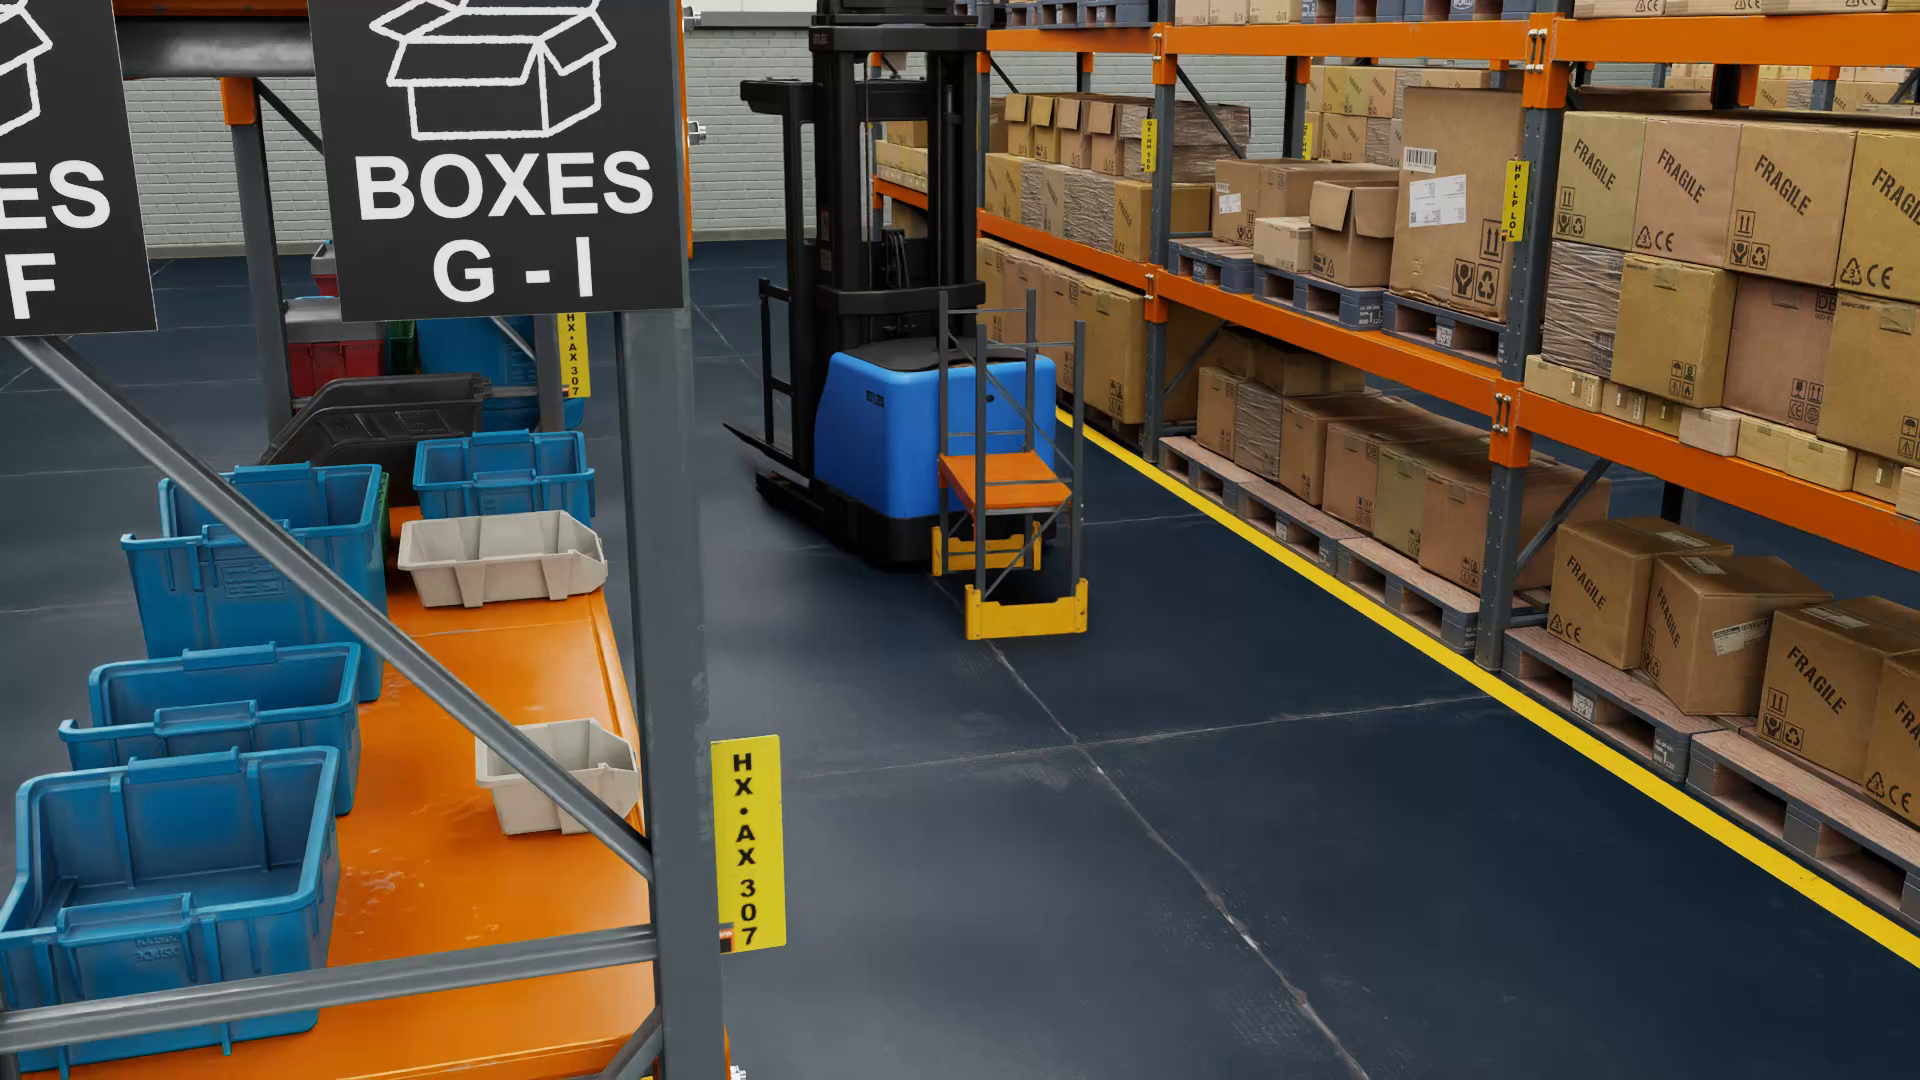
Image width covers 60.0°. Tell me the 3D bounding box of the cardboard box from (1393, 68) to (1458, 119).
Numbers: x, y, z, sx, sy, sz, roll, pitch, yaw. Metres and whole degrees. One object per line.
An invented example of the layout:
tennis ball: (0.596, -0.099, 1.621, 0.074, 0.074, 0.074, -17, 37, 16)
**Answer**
cardboard box: (4.770, -4.534, 16.905, 0.500, 0.500, 0.500, -4, 17, -14)

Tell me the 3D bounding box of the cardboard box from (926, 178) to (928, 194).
cardboard box: (-0.116, -3.401, 15.996, 0.380, 0.149, 0.250, -5, 17, -16)

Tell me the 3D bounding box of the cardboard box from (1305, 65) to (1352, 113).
cardboard box: (4.202, -5.102, 18.793, 0.500, 0.500, 0.500, -5, 17, -16)

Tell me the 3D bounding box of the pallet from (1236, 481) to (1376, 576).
pallet: (2.281, -0.112, 9.458, 1.003, 0.211, 1.213, -5, 17, -15)

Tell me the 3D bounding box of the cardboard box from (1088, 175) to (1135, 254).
cardboard box: (1.230, -2.304, 11.734, 0.500, 0.500, 0.500, -5, 17, -16)

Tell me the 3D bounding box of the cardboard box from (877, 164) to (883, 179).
cardboard box: (-0.683, -3.969, 17.888, 0.380, 0.149, 0.250, -4, 17, -15)

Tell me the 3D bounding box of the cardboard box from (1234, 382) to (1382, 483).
cardboard box: (2.104, -0.678, 10.076, 0.700, 0.500, 0.500, -6, 18, -20)

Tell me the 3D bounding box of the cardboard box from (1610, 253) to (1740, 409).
cardboard box: (3.003, -0.814, 6.258, 0.875, 0.500, 0.500, -5, 17, -15)

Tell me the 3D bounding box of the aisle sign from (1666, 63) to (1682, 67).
aisle sign: (8.767, -6.239, 20.490, 0.394, 0.787, 0.004, -5, 17, -15)

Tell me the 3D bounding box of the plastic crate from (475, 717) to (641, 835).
plastic crate: (-0.765, 0.457, 3.175, 0.298, 0.136, 0.250, -5, 17, -15)

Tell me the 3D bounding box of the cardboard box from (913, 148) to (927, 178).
cardboard box: (-0.158, -3.704, 16.311, 0.500, 0.250, 0.500, -5, 17, -16)

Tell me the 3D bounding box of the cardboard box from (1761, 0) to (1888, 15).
cardboard box: (2.989, -1.830, 5.377, 0.500, 0.250, 0.500, -5, 18, -17)

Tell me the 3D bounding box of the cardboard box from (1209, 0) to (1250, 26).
cardboard box: (1.761, -3.073, 9.516, 0.500, 0.250, 0.500, -4, 17, -14)

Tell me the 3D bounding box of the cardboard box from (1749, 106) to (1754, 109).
cardboard box: (9.221, -5.084, 19.252, 0.500, 0.500, 0.500, -5, 17, -16)

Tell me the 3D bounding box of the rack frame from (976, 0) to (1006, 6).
rack frame: (0.636, -5.980, 13.719, 1.000, 3.000, 0.127, -5, 17, -15)

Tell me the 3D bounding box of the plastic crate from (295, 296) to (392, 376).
plastic crate: (-2.530, -0.776, 6.848, 0.392, 0.384, 0.575, -5, 17, -15)

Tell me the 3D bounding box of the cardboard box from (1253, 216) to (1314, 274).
cardboard box: (1.975, -1.648, 9.256, 0.500, 0.250, 0.500, -5, 17, -17)

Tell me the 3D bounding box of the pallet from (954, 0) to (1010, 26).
pallet: (0.422, -4.728, 14.919, 1.003, 0.211, 1.213, -5, 17, -15)

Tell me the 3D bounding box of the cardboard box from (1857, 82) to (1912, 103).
cardboard box: (9.770, -4.526, 17.394, 0.500, 0.500, 0.500, -5, 17, -16)

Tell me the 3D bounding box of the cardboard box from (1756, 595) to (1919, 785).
cardboard box: (3.317, 0.539, 6.059, 0.500, 0.500, 0.500, -6, 18, -20)

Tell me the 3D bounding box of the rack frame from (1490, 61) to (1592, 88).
rack frame: (5.433, -3.471, 15.794, 1.000, 3.000, 0.127, -5, 17, -15)

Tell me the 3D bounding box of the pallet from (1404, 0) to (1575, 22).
pallet: (2.768, -2.420, 7.407, 1.213, 0.211, 1.003, -5, 17, -15)

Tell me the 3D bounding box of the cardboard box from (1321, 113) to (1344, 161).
cardboard box: (4.363, -4.476, 18.448, 0.500, 0.500, 0.500, -5, 17, -15)

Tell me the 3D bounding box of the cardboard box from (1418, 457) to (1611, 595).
cardboard box: (2.687, -0.079, 8.082, 0.700, 0.500, 0.500, -6, 18, -20)

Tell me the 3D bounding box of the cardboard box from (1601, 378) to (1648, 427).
cardboard box: (2.756, -0.554, 6.517, 0.380, 0.149, 0.250, -5, 17, -15)

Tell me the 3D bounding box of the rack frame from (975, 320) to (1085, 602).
rack frame: (0.321, -0.265, 7.727, 0.500, 1.500, 0.032, -3, 17, -10)

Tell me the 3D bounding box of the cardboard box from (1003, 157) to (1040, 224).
cardboard box: (0.661, -2.869, 13.615, 0.500, 0.500, 0.500, -5, 17, -15)

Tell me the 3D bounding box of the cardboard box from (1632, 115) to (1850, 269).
cardboard box: (2.853, -1.281, 6.073, 0.500, 0.500, 0.500, -5, 17, -15)

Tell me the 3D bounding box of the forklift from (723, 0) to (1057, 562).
forklift: (-0.606, -1.659, 9.880, 1.130, 2.935, 3.031, -9, 19, -27)

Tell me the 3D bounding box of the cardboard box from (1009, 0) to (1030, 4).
cardboard box: (0.805, -4.633, 13.544, 0.700, 0.500, 0.500, -4, 17, -14)

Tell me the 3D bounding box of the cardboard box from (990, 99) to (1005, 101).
cardboard box: (0.119, -3.782, 15.268, 0.500, 0.500, 0.500, -5, 17, -15)

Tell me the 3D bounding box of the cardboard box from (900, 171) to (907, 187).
cardboard box: (-0.399, -3.685, 16.942, 0.380, 0.149, 0.250, -5, 17, -16)

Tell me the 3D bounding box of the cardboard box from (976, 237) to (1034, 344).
cardboard box: (0.831, -2.115, 14.243, 1.225, 0.875, 0.875, -5, 17, -15)

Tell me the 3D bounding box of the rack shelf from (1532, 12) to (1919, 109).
rack shelf: (3.384, -1.433, 5.045, 1.077, 0.370, 4.000, -5, 17, -15)

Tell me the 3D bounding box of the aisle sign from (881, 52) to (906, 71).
aisle sign: (-0.771, -5.455, 17.879, 0.394, 0.787, 0.004, -5, 17, -15)

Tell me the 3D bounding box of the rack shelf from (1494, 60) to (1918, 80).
rack shelf: (5.983, -4.010, 13.625, 1.077, 0.370, 4.000, -5, 17, -15)

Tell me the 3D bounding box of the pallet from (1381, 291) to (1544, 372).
pallet: (2.765, -1.025, 7.985, 1.003, 0.211, 1.213, -5, 17, -15)

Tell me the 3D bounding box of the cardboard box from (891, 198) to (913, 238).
cardboard box: (-0.210, -3.226, 17.942, 0.875, 0.875, 0.875, -5, 17, -15)

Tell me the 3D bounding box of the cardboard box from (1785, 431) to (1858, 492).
cardboard box: (3.030, -0.277, 5.596, 0.380, 0.149, 0.250, -5, 17, -15)

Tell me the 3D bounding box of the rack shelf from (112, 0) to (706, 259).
rack shelf: (-1.378, -1.042, 3.742, 1.077, 0.370, 4.000, -5, 17, -15)

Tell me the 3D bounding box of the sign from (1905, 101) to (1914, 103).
sign: (9.632, -4.299, 16.907, 0.100, 0.325, 0.005, -5, 17, -15)

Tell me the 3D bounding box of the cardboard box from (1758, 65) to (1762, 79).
cardboard box: (9.239, -5.354, 19.024, 0.380, 0.149, 0.250, -5, 17, -15)

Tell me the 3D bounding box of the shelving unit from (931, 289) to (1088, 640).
shelving unit: (0.229, -0.411, 8.214, 0.587, 1.500, 1.083, -3, 17, -10)

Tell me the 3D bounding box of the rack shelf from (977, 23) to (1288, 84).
rack shelf: (1.186, -3.646, 12.412, 1.077, 0.370, 4.000, -5, 17, -15)

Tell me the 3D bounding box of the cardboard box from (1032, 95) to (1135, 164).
cardboard box: (0.997, -3.269, 13.202, 0.797, 0.503, 0.637, -5, 17, -15)

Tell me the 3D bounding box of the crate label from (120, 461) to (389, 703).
crate label: (-1.594, 0.099, 3.847, 0.502, 0.435, 0.616, -5, 17, -15)

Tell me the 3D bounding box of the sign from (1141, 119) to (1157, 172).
sign: (1.203, -2.510, 10.583, 0.100, 0.325, 0.005, -5, 17, -15)

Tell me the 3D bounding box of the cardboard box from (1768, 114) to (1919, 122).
cardboard box: (3.362, -1.323, 6.212, 0.500, 0.500, 0.500, -5, 17, -15)

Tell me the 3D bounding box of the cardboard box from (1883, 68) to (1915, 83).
cardboard box: (9.774, -4.788, 17.138, 0.380, 0.149, 0.250, -5, 17, -16)

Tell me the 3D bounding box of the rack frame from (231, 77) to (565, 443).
rack frame: (-1.927, -0.503, 5.911, 1.000, 3.000, 0.127, -5, 17, -15)

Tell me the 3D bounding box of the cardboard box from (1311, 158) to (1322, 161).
cardboard box: (4.217, -4.275, 18.906, 0.380, 0.149, 0.250, -4, 17, -13)
